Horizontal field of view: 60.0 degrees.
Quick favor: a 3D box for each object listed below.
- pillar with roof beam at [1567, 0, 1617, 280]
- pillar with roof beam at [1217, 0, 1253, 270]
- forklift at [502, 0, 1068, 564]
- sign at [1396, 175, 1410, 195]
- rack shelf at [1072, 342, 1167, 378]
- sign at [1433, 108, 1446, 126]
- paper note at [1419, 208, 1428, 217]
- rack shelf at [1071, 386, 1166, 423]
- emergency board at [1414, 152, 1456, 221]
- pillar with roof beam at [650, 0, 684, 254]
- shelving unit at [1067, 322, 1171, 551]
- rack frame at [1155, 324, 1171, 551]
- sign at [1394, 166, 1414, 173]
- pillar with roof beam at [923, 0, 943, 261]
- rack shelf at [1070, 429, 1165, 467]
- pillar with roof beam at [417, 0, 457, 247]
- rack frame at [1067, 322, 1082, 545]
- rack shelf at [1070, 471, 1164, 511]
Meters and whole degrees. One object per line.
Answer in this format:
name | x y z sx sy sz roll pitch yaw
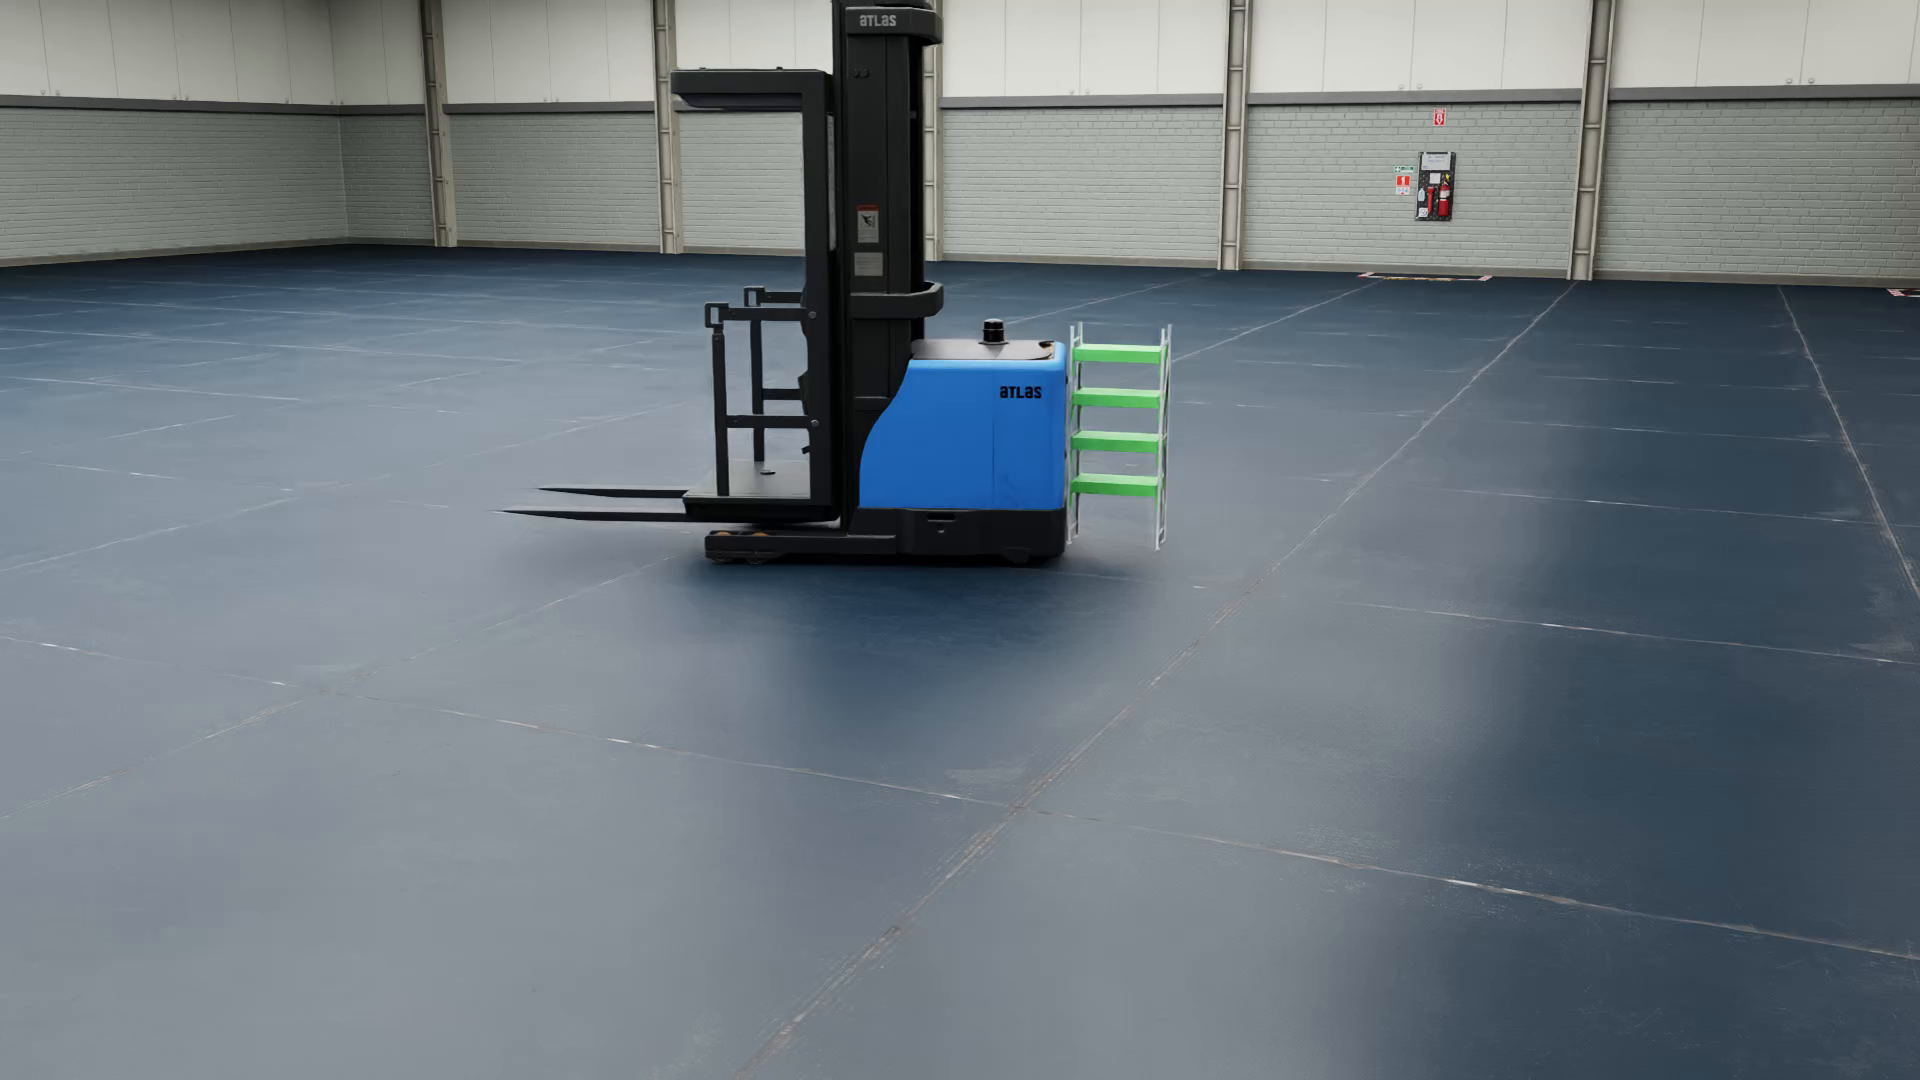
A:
pillar with roof beam | 8.658 -7.858 23.044 0.400 9.000 9.100 6 14 23
pillar with roof beam | 3.172 -8.413 25.410 0.400 9.000 9.100 6 14 23
forklift | -0.934 -1.418 8.883 3.031 2.935 1.130 1 13 4
sign | 7.694 -6.163 28.875 0.234 0.329 0.001 6 14 23
rack shelf | 0.863 -0.971 8.945 0.480 0.148 0.258 4 14 15
sign | 8.191 -7.223 28.396 0.199 0.298 0.001 6 14 23
paper note | 8.024 -5.675 28.801 0.142 0.148 0.016 6 14 23
rack shelf | 0.863 -0.737 9.000 0.480 0.148 0.258 4 14 15
emergency board | 8.158 -6.073 28.569 0.643 1.169 0.194 6 14 23
pillar with roof beam | -7.799 -9.523 30.141 0.400 9.000 9.100 6 14 23
shelving unit | 0.863 -0.566 9.040 0.503 1.200 0.258 4 14 15
rack frame | 1.097 -0.551 8.975 0.015 1.200 0.240 4 14 15
sign | 7.695 -6.419 28.805 0.331 0.109 0.001 6 14 23
pillar with roof beam | -2.313 -8.968 27.775 0.400 9.000 9.100 6 14 23
rack shelf | 0.863 -0.504 9.054 0.480 0.148 0.258 4 14 15
pillar with roof beam | -13.285 -10.078 32.507 0.400 9.000 9.100 6 14 23
rack frame | 0.628 -0.581 9.105 0.015 1.200 0.240 4 14 15
rack shelf | 0.863 -0.270 9.109 0.480 0.148 0.258 4 14 15
